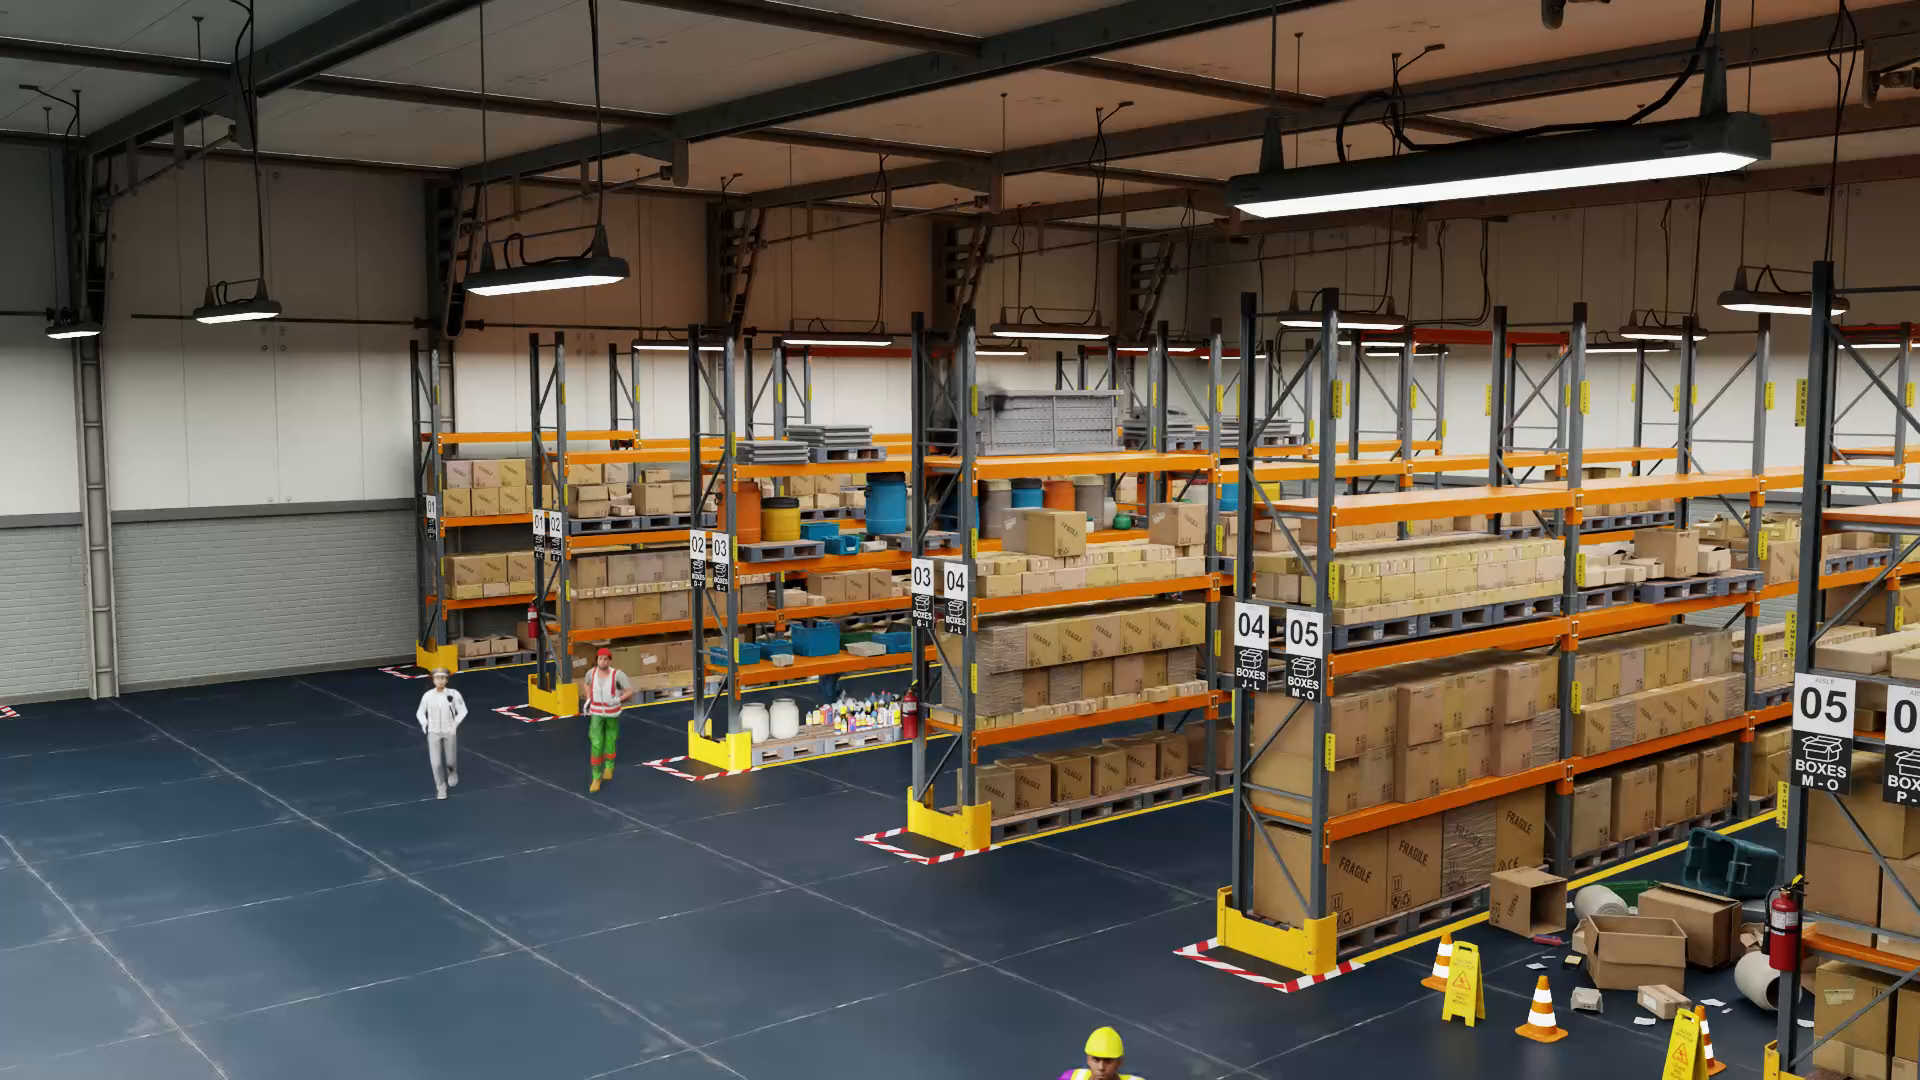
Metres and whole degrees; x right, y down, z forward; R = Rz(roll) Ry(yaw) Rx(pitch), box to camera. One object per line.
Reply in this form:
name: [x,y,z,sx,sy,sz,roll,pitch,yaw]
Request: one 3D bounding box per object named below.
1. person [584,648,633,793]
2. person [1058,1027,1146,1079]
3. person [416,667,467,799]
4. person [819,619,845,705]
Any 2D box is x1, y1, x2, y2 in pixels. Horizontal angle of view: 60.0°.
person: [-4.545,2.285,21.503,0.641,1.831,0.791,0,5,-4]
person: [0.790,3.460,8.869,0.691,1.789,0.895,1,5,9]
person: [-6.517,2.408,20.919,0.613,1.646,0.579,-1,5,-12]
person: [-1.964,1.995,25.937,0.549,1.547,0.556,4,7,40]
